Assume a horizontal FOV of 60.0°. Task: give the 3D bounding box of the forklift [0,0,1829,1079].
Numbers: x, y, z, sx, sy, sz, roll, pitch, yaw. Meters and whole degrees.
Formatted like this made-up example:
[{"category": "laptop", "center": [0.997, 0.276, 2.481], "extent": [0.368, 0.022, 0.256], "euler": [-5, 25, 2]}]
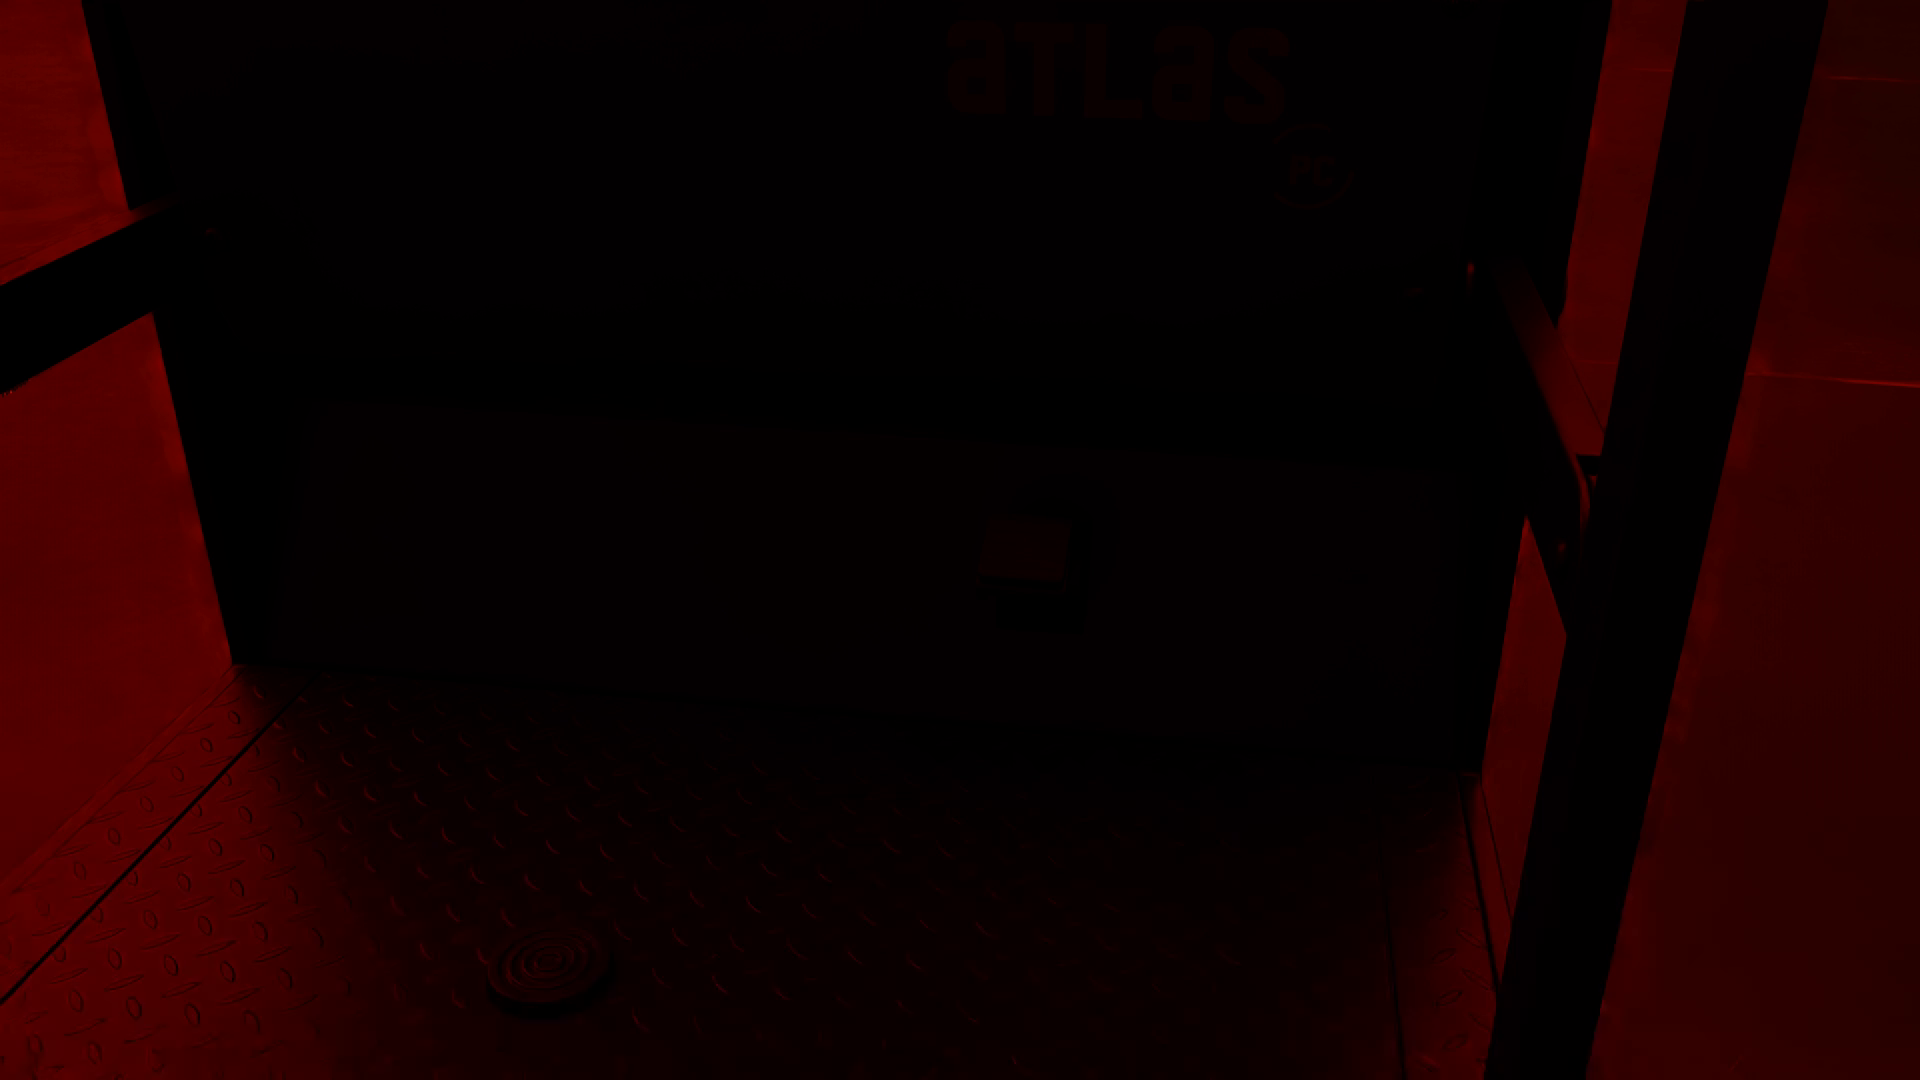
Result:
[{"category": "forklift", "center": [-0.148, -0.749, 0.731], "extent": [1.130, 2.935, 3.031], "euler": [4, 27, 8]}]
